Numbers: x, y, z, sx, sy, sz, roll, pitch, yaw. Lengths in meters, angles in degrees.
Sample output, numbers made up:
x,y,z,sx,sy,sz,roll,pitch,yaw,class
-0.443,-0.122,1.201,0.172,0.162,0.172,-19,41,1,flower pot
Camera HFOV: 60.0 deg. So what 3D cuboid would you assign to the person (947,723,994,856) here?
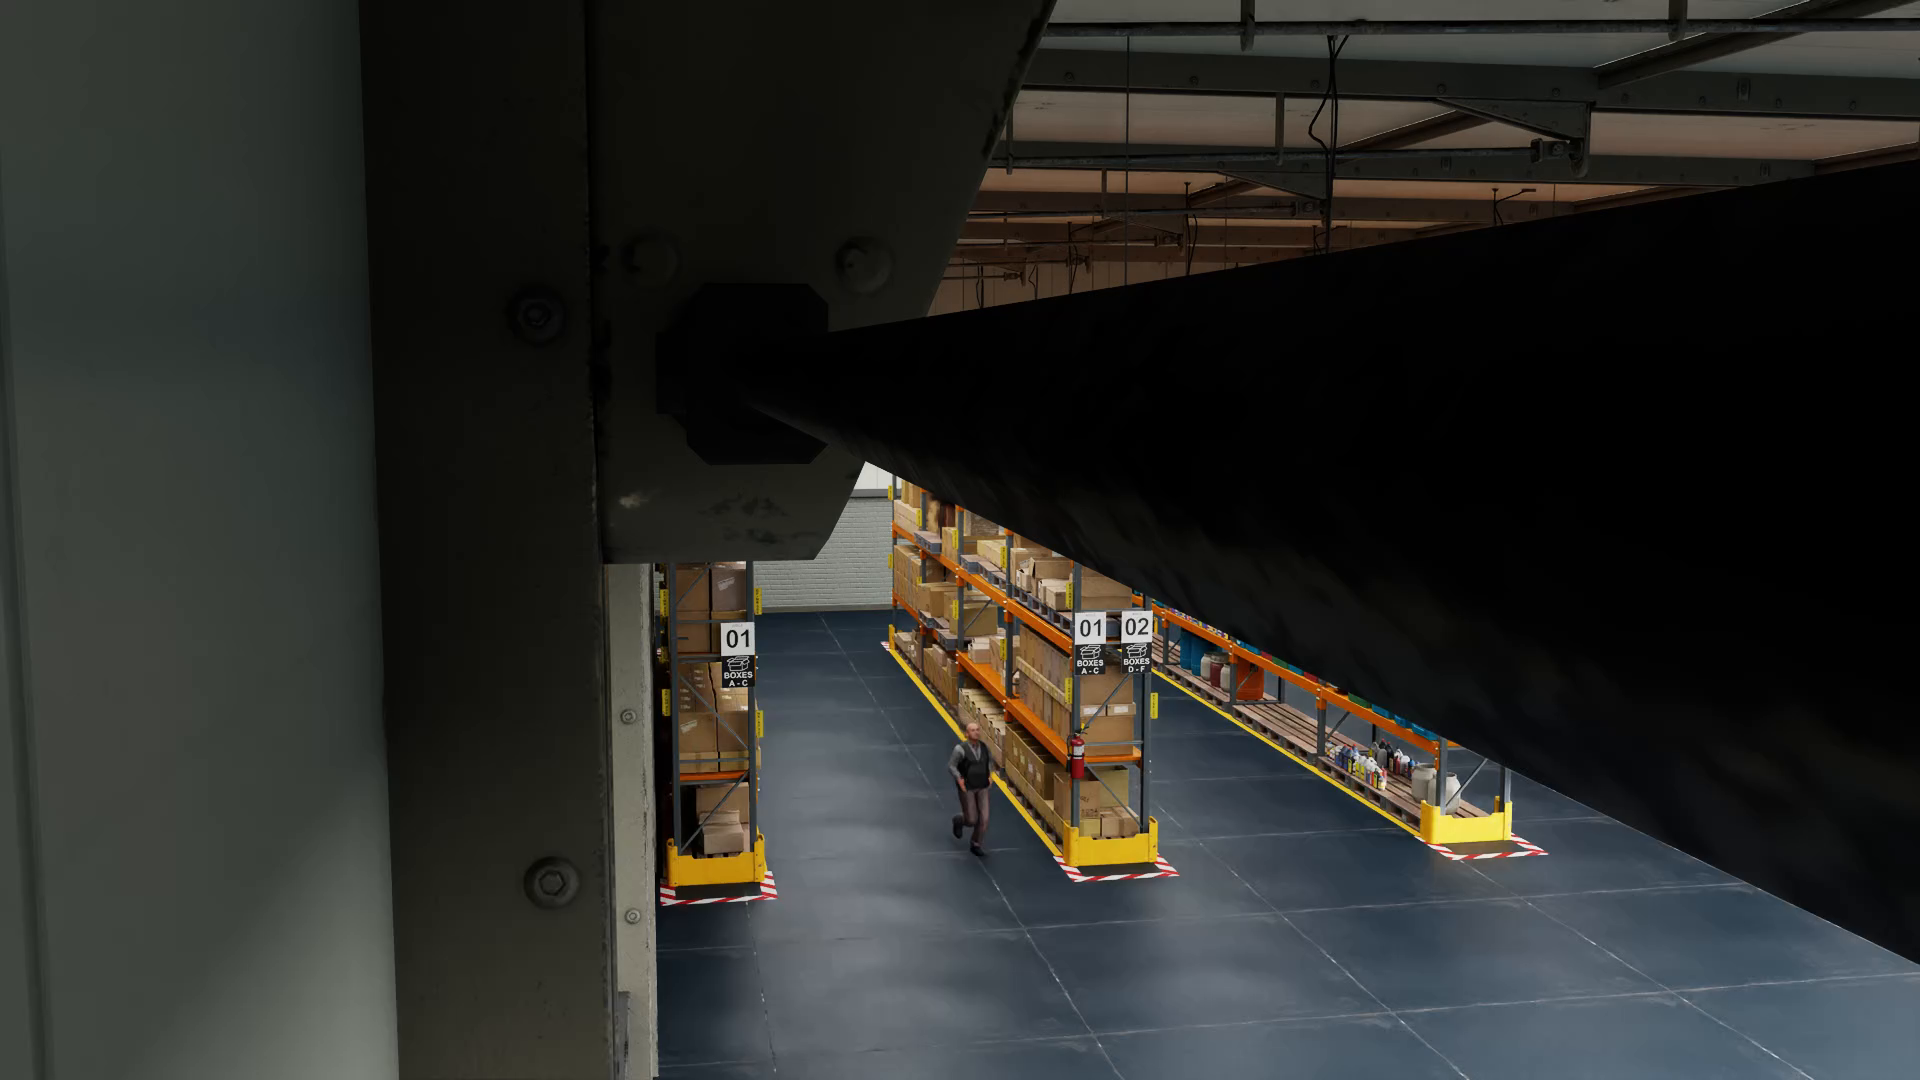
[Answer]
x,y,z,sx,sy,sz,roll,pitch,yaw,class
0.175,3.189,21.440,0.653,1.670,0.647,-3,7,-23,person
